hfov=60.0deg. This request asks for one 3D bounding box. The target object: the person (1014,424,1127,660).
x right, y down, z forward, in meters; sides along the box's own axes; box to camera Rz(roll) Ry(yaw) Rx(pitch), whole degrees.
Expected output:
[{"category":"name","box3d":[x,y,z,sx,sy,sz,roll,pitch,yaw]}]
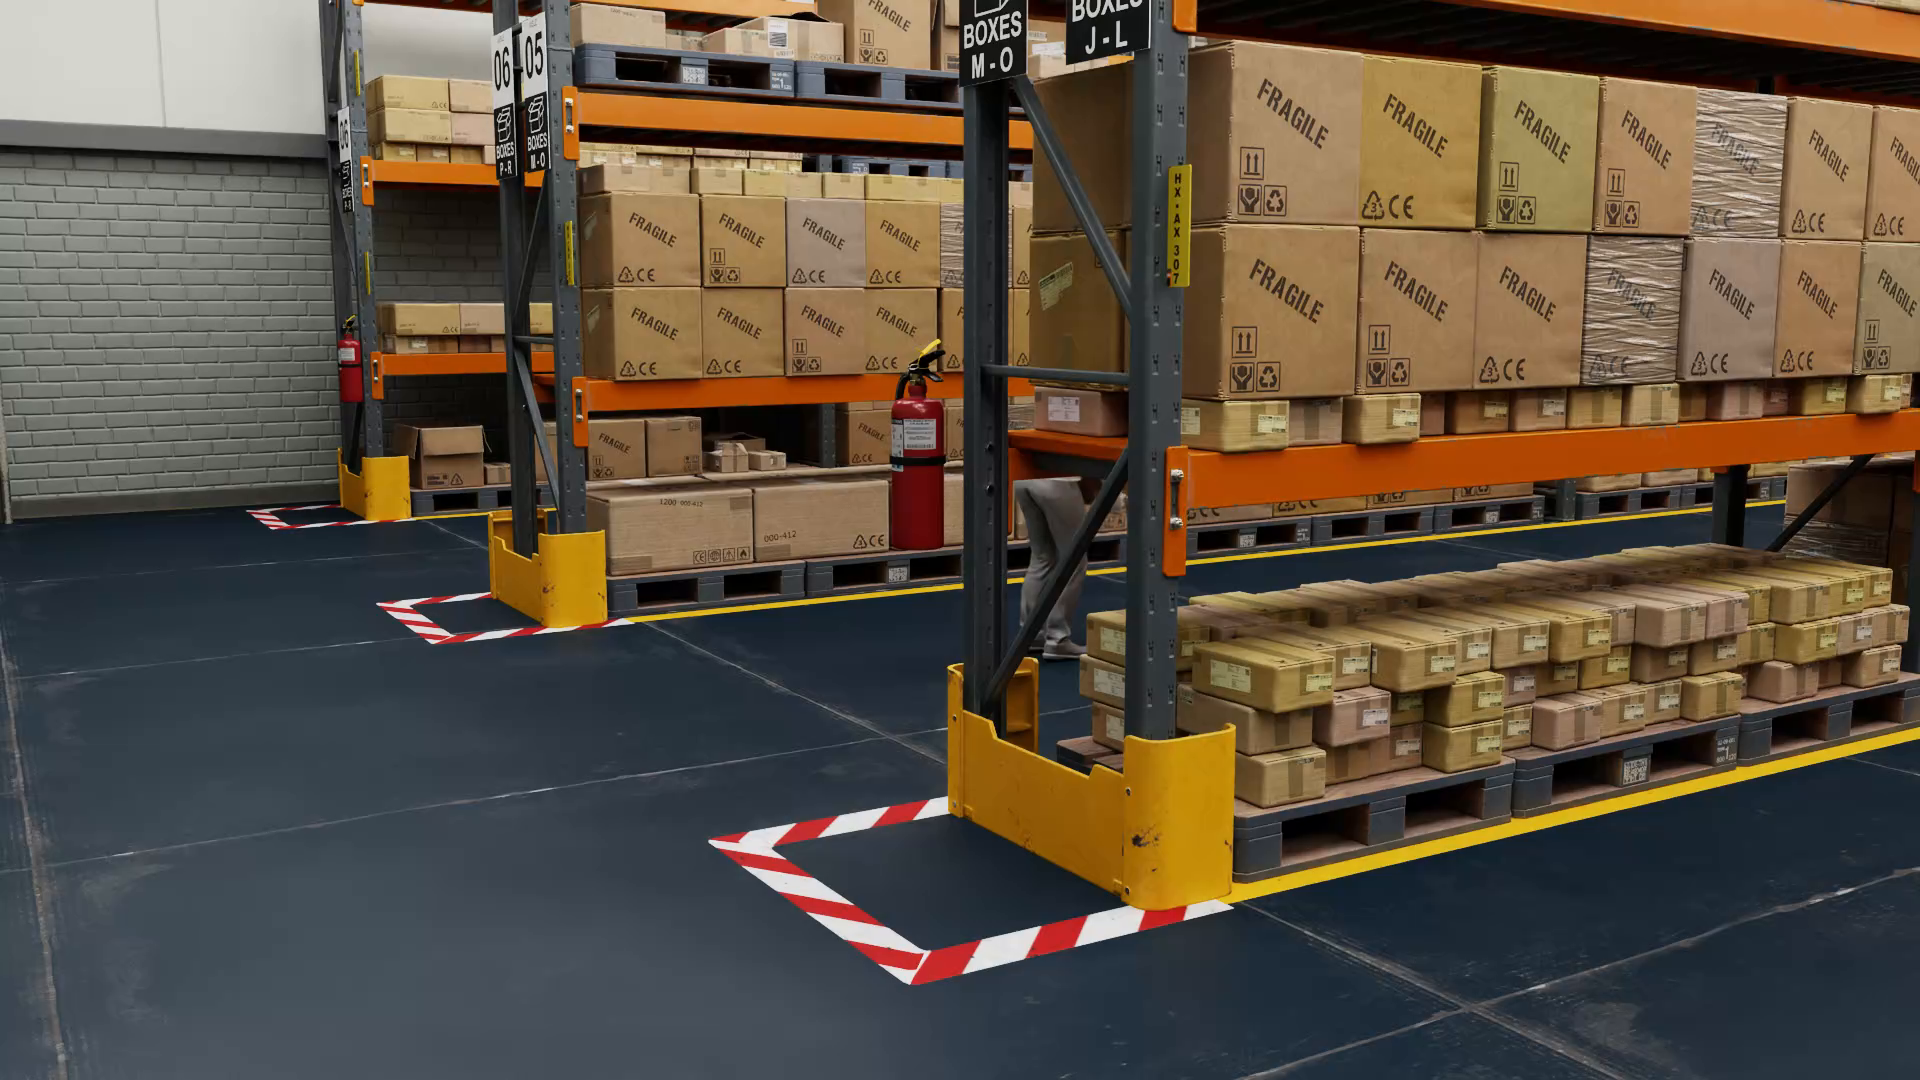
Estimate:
[{"category":"person","box3d":[0.527,-0.243,8.152,0.560,1.630,0.412,-5,10,-32]}]
